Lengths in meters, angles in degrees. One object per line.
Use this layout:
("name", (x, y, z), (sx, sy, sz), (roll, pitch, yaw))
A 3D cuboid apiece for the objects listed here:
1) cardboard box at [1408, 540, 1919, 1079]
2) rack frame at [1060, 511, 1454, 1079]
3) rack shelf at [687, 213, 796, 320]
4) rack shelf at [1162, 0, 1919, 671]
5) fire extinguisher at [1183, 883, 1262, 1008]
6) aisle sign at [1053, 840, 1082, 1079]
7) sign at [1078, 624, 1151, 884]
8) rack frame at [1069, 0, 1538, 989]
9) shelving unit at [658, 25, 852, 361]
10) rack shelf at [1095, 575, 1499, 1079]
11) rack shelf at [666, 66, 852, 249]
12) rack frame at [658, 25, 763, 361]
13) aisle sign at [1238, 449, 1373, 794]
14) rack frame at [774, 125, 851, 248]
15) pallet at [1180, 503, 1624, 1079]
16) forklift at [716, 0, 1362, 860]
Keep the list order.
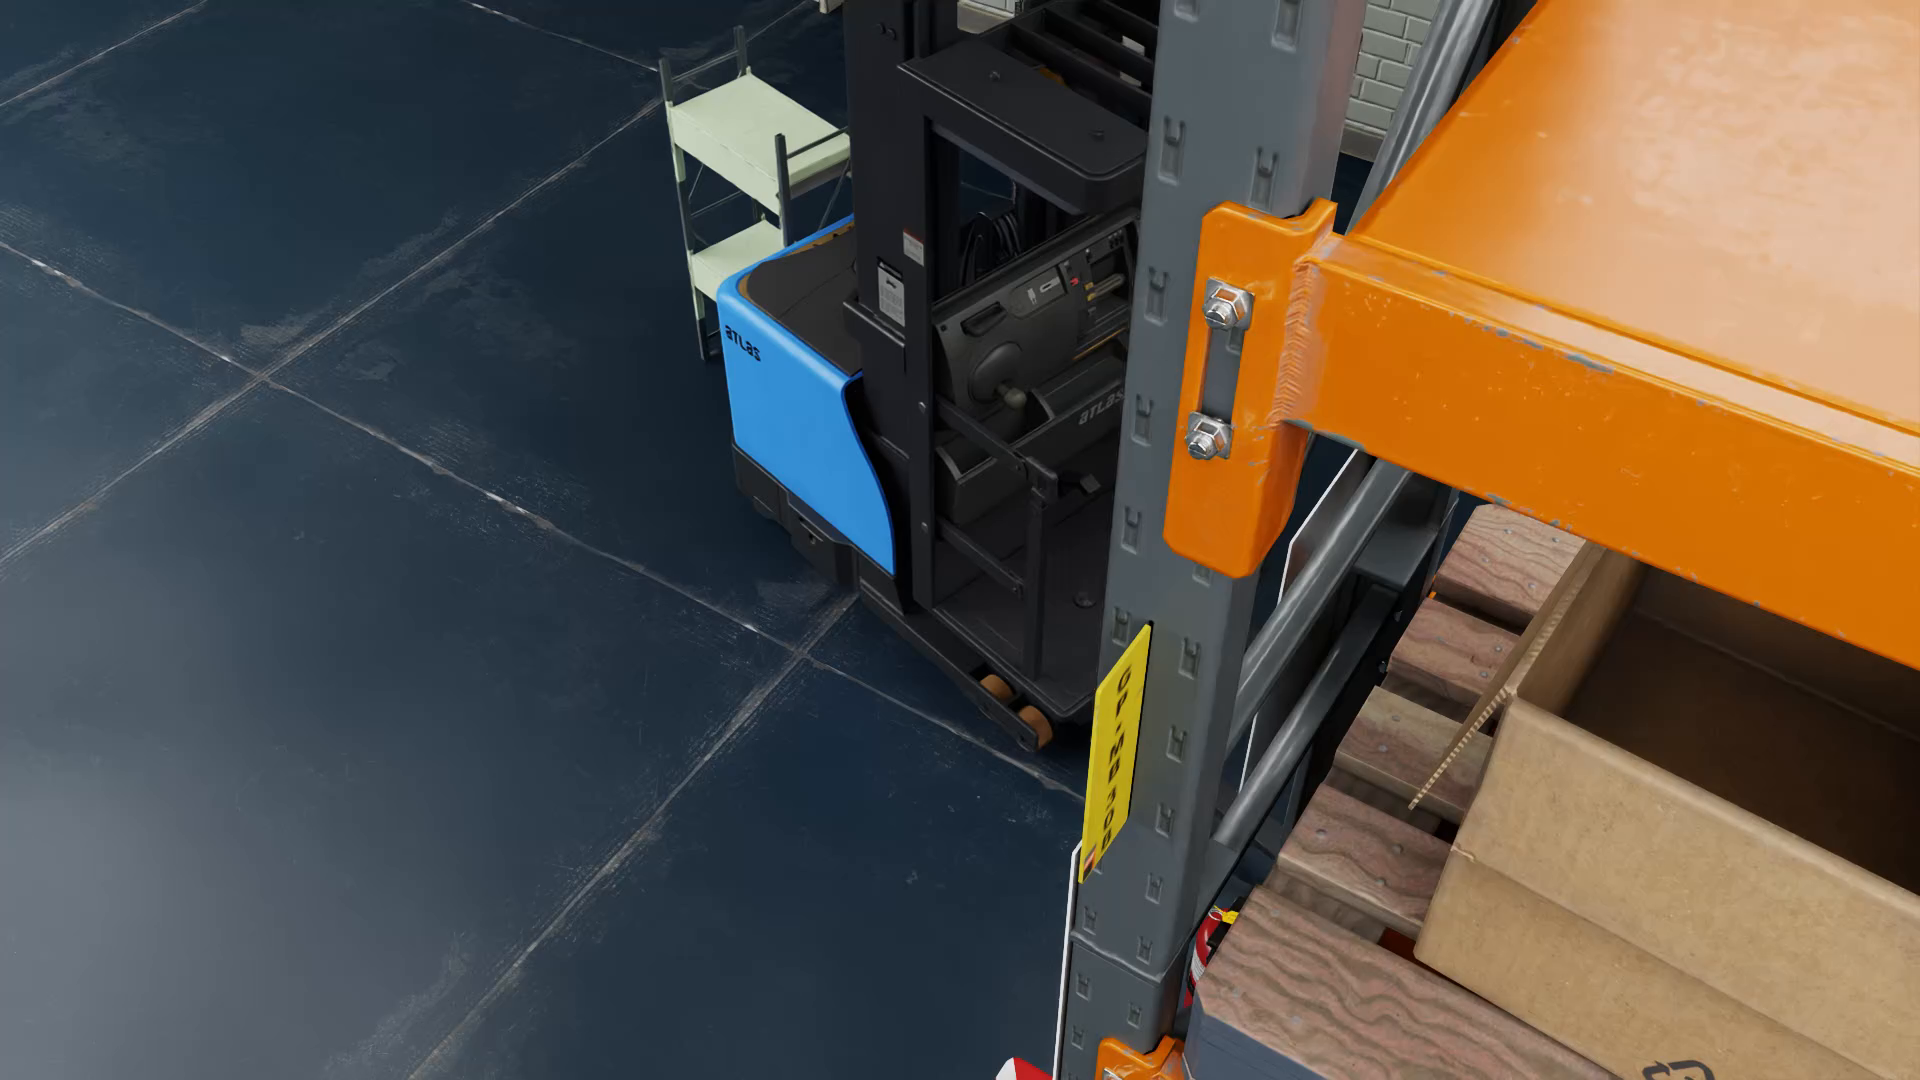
("cardboard box", (0.941, 0.217, 1.894), (0.637, 0.503, 0.797), (28, 52, 25))
("rack frame", (0.460, 1.268, 3.426), (0.127, 3.000, 1.000), (25, 51, 22))
("rack shelf", (-0.773, -1.017, 7.147), (0.431, 0.370, 0.720), (-33, 54, -28))
("rack shelf", (2.143, 0.342, 0.923), (4.000, 0.370, 1.077), (25, 51, 22))
("fire extinguisher", (0.611, 0.969, 3.771), (0.183, 0.674, 0.296), (25, 51, 22))
("aisle sign", (0.239, 0.522, 2.339), (0.004, 0.787, 0.394), (25, 51, 22))
("sign", (0.155, 0.224, 1.685), (0.005, 0.325, 0.100), (25, 51, 22))
("rack frame", (0.460, -0.822, 1.274), (0.127, 3.000, 1.000), (25, 51, 22))
("shelving unit", (-0.773, -1.244, 6.914), (0.431, 1.500, 0.755), (-33, 54, -28))
("rack shelf", (2.143, 1.248, 1.856), (4.000, 0.370, 1.077), (25, 51, 22))
("rack shelf", (-0.773, -1.516, 6.634), (0.431, 0.370, 0.720), (-33, 54, -28))
("rack frame", (-1.020, -1.439, 7.102), (0.400, 1.500, 0.023), (-33, 54, -28))
("aisle sign", (0.563, 0.160, 2.691), (0.004, 0.787, 0.394), (25, 51, 22))
("rack frame", (-0.527, -1.050, 6.725), (0.400, 1.500, 0.023), (-33, 54, -28))
("pallet", (1.041, 0.543, 2.101), (1.213, 0.211, 1.003), (25, 51, 22))
("forklift", (0.436, -0.678, 5.365), (1.130, 2.935, 3.031), (-33, 54, -28))
